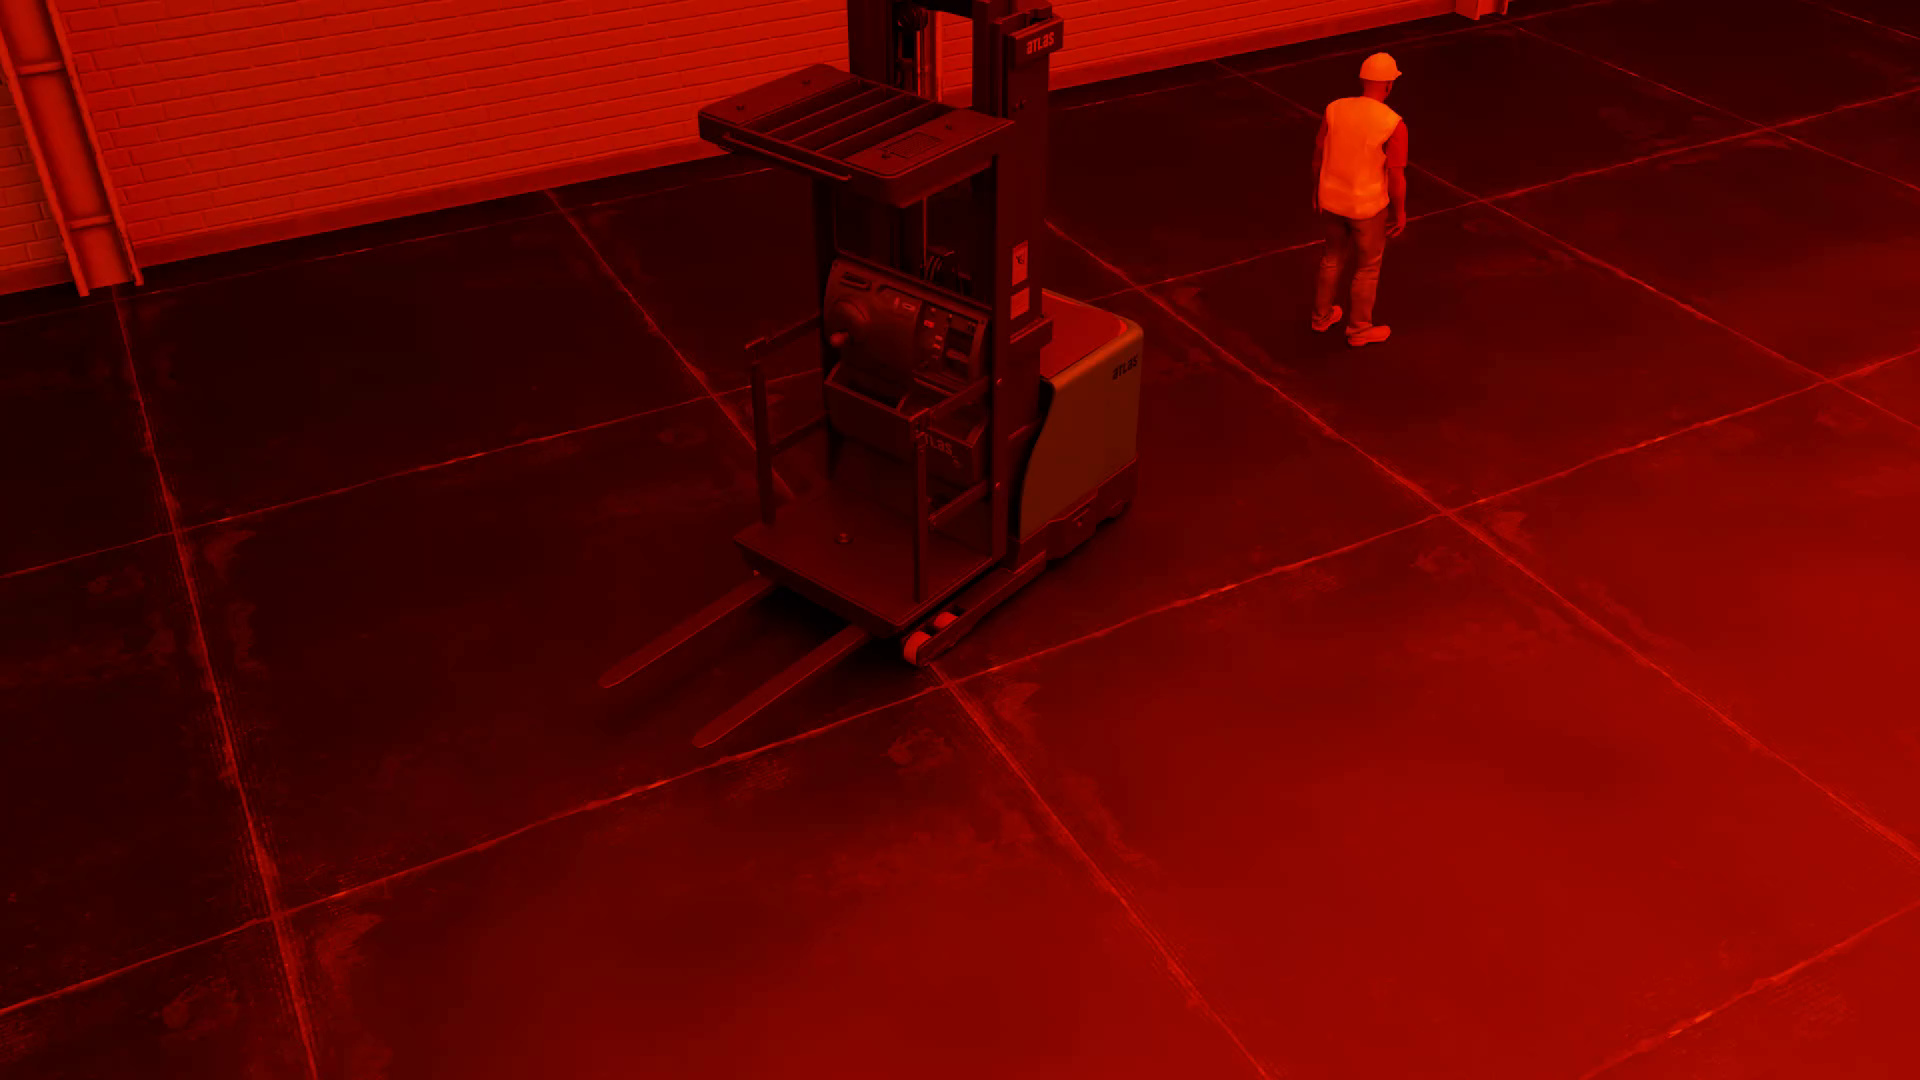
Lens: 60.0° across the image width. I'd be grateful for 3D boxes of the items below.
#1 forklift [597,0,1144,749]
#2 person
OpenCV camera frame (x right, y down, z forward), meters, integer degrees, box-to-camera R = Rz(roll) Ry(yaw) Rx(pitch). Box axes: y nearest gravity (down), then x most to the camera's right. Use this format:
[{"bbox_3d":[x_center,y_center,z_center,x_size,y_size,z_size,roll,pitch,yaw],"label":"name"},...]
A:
[{"bbox_3d":[-0.390,-0.927,7.434,1.130,2.935,3.031,26,43,31],"label":"forklift"},{"bbox_3d":[2.403,-2.052,10.043,0.454,1.761,0.636,-30,45,-35],"label":"person"}]
